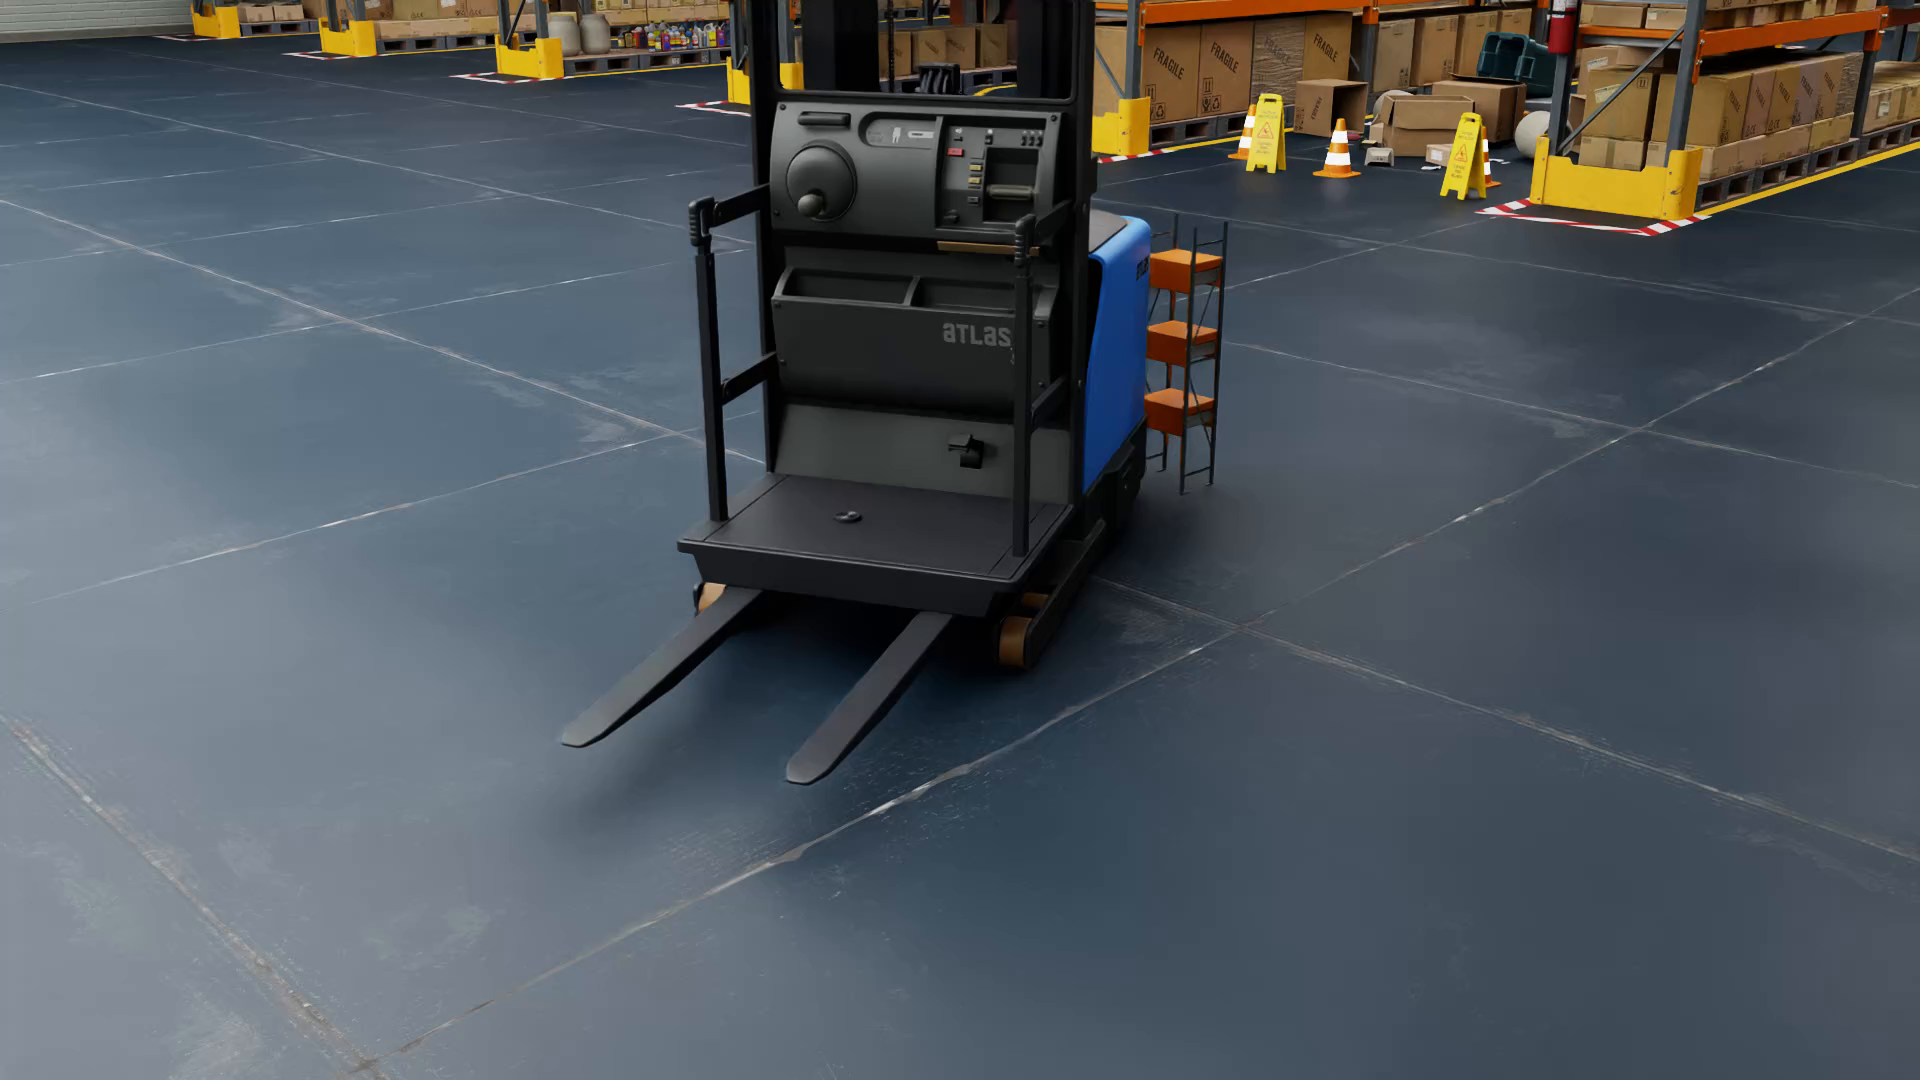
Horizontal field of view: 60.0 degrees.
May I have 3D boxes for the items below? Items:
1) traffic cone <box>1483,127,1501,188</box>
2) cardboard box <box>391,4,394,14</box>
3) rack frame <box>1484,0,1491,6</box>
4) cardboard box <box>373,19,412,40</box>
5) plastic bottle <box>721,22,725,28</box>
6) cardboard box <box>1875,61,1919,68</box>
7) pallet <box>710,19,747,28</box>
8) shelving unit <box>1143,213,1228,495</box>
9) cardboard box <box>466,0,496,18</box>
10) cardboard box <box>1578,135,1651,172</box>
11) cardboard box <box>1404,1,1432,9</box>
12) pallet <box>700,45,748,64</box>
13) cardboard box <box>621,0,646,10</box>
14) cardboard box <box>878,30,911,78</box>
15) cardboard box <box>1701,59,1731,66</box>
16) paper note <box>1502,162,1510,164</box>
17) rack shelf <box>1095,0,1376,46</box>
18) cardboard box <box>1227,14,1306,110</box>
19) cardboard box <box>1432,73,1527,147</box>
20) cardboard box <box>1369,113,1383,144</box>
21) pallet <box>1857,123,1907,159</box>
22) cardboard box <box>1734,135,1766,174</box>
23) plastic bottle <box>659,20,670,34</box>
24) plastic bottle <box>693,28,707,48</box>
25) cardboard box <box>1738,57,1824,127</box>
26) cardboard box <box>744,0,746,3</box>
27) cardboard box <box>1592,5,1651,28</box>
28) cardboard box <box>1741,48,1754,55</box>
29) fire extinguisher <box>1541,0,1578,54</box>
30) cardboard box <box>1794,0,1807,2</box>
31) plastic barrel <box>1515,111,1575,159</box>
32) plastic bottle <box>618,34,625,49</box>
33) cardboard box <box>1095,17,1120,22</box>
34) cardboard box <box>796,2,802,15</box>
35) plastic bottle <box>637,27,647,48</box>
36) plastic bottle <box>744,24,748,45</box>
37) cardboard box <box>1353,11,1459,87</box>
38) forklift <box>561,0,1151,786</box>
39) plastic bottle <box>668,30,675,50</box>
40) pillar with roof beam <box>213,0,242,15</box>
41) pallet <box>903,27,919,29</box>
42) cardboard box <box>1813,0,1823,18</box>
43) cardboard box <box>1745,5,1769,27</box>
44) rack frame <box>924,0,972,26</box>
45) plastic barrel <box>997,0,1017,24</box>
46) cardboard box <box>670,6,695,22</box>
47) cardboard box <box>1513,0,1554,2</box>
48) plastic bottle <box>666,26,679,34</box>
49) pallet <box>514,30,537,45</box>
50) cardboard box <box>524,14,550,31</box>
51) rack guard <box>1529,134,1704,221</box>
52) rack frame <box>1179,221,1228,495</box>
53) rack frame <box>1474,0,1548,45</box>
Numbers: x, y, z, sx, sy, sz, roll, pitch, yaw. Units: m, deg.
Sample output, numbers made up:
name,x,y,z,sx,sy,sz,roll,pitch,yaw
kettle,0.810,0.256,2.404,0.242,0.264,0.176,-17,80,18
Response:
name,x,y,z,sx,sy,sz,roll,pitch,yaw
traffic cone,4.246,-3.141,13.601,0.336,0.463,0.334,19,28,41
cardboard box,-10.439,-9.857,30.875,0.380,0.166,0.250,15,26,34
rack frame,8.931,-10.485,29.172,1.000,3.000,0.127,19,28,41
cardboard box,-8.792,-7.847,25.556,0.500,0.250,0.500,19,28,41
plastic bottle,-3.525,-7.599,24.855,0.097,0.271,0.097,0,21,0
cardboard box,10.049,-4.775,17.394,0.950,0.372,0.625,17,27,37
pallet,-4.347,-9.405,30.250,1.003,0.211,1.213,19,28,41
shelving unit,0.855,-0.724,6.494,0.215,1.050,0.252,-19,28,-40
cardboard box,-7.744,-8.582,26.423,0.500,0.500,0.500,19,28,41
cardboard box,5.258,-3.085,13.168,0.500,0.250,0.500,19,28,40
cardboard box,7.286,-9.042,27.794,0.875,0.875,0.875,19,28,41
pallet,-3.487,-7.176,24.450,1.003,0.211,1.213,19,28,41
cardboard box,-5.715,-9.226,28.363,0.500,0.311,0.500,19,28,40
cardboard box,-0.940,-5.876,20.080,0.500,0.500,0.500,-17,27,-37
cardboard box,5.961,-3.688,13.692,0.500,0.500,0.500,18,28,39
paper note,4.852,-3.354,14.786,0.032,0.001,0.123,19,28,41
rack shelf,2.648,-5.283,16.641,1.077,0.370,4.000,19,28,41
cardboard box,2.928,-4.960,17.175,0.875,0.875,0.875,20,28,41
cardboard box,4.928,-4.117,15.896,0.797,0.637,0.503,19,28,41
cardboard box,4.164,-3.954,15.991,0.258,0.266,0.396,-14,25,-33
pallet,8.202,-3.819,15.716,1.003,0.211,1.213,19,28,41
cardboard box,5.992,-3.072,13.132,0.500,0.250,0.500,-19,28,-40
plastic bottle,-4.277,-7.347,24.088,0.144,0.351,0.185,19,28,40
plastic bottle,-3.707,-7.163,23.713,0.135,0.276,0.152,-20,28,-41
cardboard box,6.731,-3.701,13.723,0.500,0.500,0.500,-18,28,-39
cardboard box,-3.934,-9.887,30.082,0.500,0.311,0.500,-19,28,-41
cardboard box,4.978,-3.924,12.453,0.250,0.149,0.380,-19,28,-40
cardboard box,6.568,-4.251,14.253,0.250,0.149,0.380,-19,28,-40
fire extinguisher,4.460,-3.941,12.256,0.296,0.674,0.183,19,28,41
cardboard box,6.462,-4.527,13.119,0.500,0.500,0.500,19,28,40
plastic barrel,5.226,-3.599,14.848,0.421,0.421,0.512,-2,21,-5
plastic bottle,-4.812,-7.093,23.634,0.097,0.201,0.097,0,21,0
cardboard box,1.740,-6.853,22.594,0.700,0.500,0.500,16,26,36
cardboard box,-3.222,-9.993,30.763,0.500,0.500,0.500,-19,28,-40
plastic bottle,-4.540,-7.162,23.701,0.061,0.283,0.133,19,28,41
plastic bottle,-3.088,-7.371,24.244,0.133,0.283,0.061,-18,28,-39
cardboard box,5.087,-5.708,19.294,1.050,0.750,0.750,19,28,41
forklift,-0.209,-1.135,4.941,1.130,2.935,3.031,7,22,17
plastic bottle,-4.052,-7.020,23.346,0.097,0.271,0.097,0,21,0
pillar with roof beam,-9.924,-12.210,25.300,9.100,9.000,0.400,19,28,41
pallet,-0.767,-8.177,27.054,1.003,0.211,1.213,19,28,41
cardboard box,6.748,-4.323,13.492,0.380,0.149,0.250,19,28,40
cardboard box,5.874,-3.980,12.598,0.250,0.149,0.380,-20,28,-41
rack frame,-0.198,-9.668,27.047,1.000,3.000,0.127,19,28,41
plastic barrel,0.919,-9.159,28.498,0.600,0.588,0.708,19,28,41
cardboard box,-5.004,-9.230,29.155,0.500,0.250,0.500,-20,28,-41
cardboard box,7.467,-6.914,21.736,0.500,0.250,0.500,-20,28,-41
plastic bottle,-4.154,-7.282,24.022,0.152,0.276,0.135,19,28,41
pallet,-7.120,-8.385,27.595,1.003,0.211,1.213,19,28,41
cardboard box,-7.058,-8.493,27.237,0.500,0.250,0.500,19,28,41
rack guard,4.923,-2.744,12.518,1.175,0.500,0.348,19,28,41
rack frame,0.938,-0.692,6.411,0.200,1.050,0.008,-19,28,-40
rack frame,6.834,-7.161,20.524,1.000,3.000,0.127,19,28,41
